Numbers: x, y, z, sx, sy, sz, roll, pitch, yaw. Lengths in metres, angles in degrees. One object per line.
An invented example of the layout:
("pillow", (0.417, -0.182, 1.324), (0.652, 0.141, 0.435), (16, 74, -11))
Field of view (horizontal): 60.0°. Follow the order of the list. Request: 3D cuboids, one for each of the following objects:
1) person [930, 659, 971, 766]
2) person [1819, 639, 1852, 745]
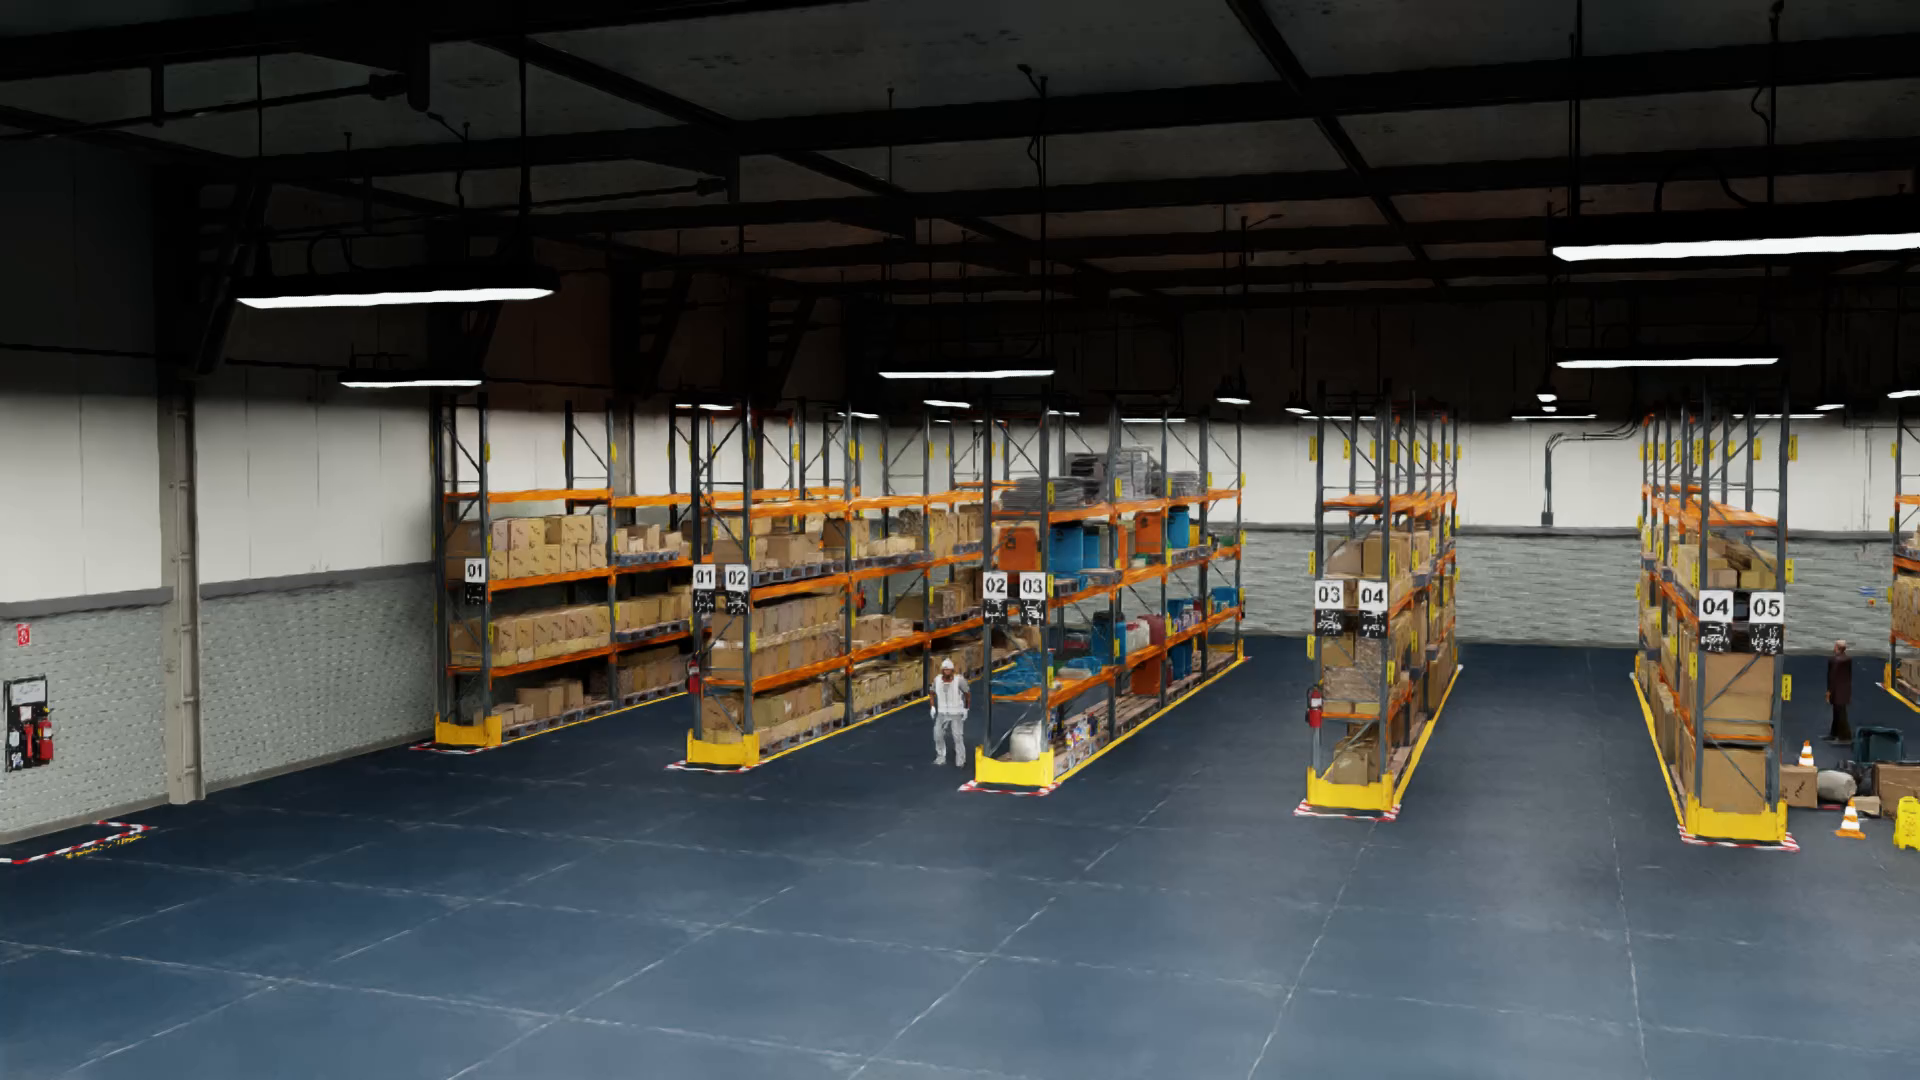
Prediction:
("person", (-0.176, 2.738, 26.381), (0.690, 1.735, 0.549), (1, 3, 19))
("person", (15.024, 2.583, 28.488), (0.656, 1.779, 0.611), (-3, 4, -41))
